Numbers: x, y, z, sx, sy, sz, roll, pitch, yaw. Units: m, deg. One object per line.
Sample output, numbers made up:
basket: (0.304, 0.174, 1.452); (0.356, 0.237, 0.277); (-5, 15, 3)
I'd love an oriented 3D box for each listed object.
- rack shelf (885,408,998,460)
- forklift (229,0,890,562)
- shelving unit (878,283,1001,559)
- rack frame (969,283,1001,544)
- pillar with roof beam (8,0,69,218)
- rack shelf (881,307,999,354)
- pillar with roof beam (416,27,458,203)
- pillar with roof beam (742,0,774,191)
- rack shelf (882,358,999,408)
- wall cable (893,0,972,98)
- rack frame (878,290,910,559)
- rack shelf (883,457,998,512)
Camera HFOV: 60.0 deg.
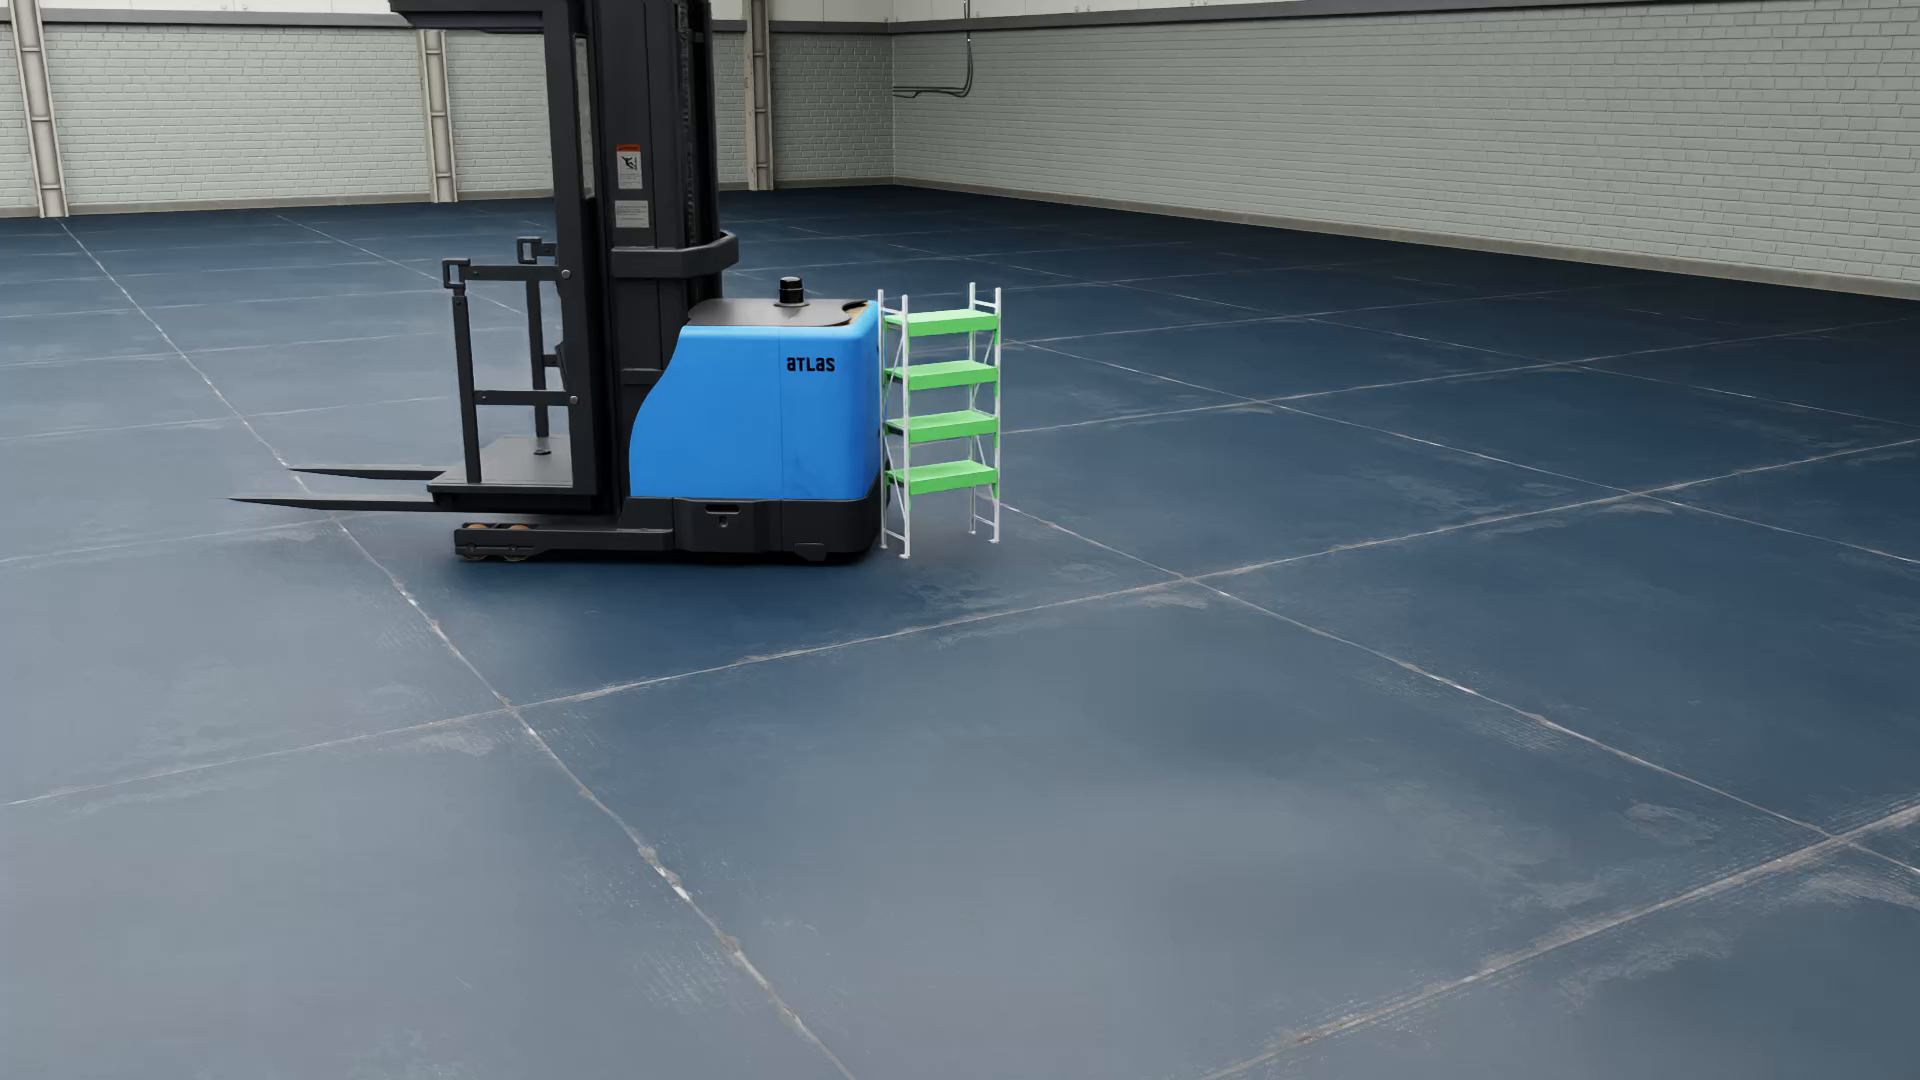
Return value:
rack shelf: (-0.092, -0.493, 7.684); (0.480, 0.148, 0.258); (-10, 18, -31)
forklift: (-1.891, -1.452, 7.660); (3.031, 2.935, 1.130); (1, 16, 4)
shelving unit: (-0.092, -0.555, 7.666); (0.503, 1.200, 0.258); (-10, 18, -31)
rack frame: (0.115, -0.590, 7.790); (0.015, 1.200, 0.240); (-10, 18, -31)
pillar with roof beam: (-11.879, -8.375, 21.114); (0.400, 9.000, 9.100); (-9, 18, -30)
rack shelf: (-0.092, -0.956, 7.554); (0.480, 0.148, 0.258); (-10, 18, -31)
pillar with roof beam: (-6.736, -9.209, 24.089); (0.400, 9.000, 9.100); (-9, 18, -30)
pillar with roof beam: (-1.593, -10.043, 27.065); (0.400, 9.000, 9.100); (-9, 18, -30)
rack shelf: (-0.092, -0.724, 7.619); (0.480, 0.148, 0.258); (-10, 18, -31)
wall cable: (-0.603, -9.647, 31.406); (0.112, 2.526, 3.097); (-9, 18, -30)
rack frame: (-0.299, -0.520, 7.542); (0.015, 1.200, 0.240); (-10, 18, -31)
rack shelf: (-0.092, -0.262, 7.748); (0.480, 0.148, 0.258); (-10, 18, -31)
